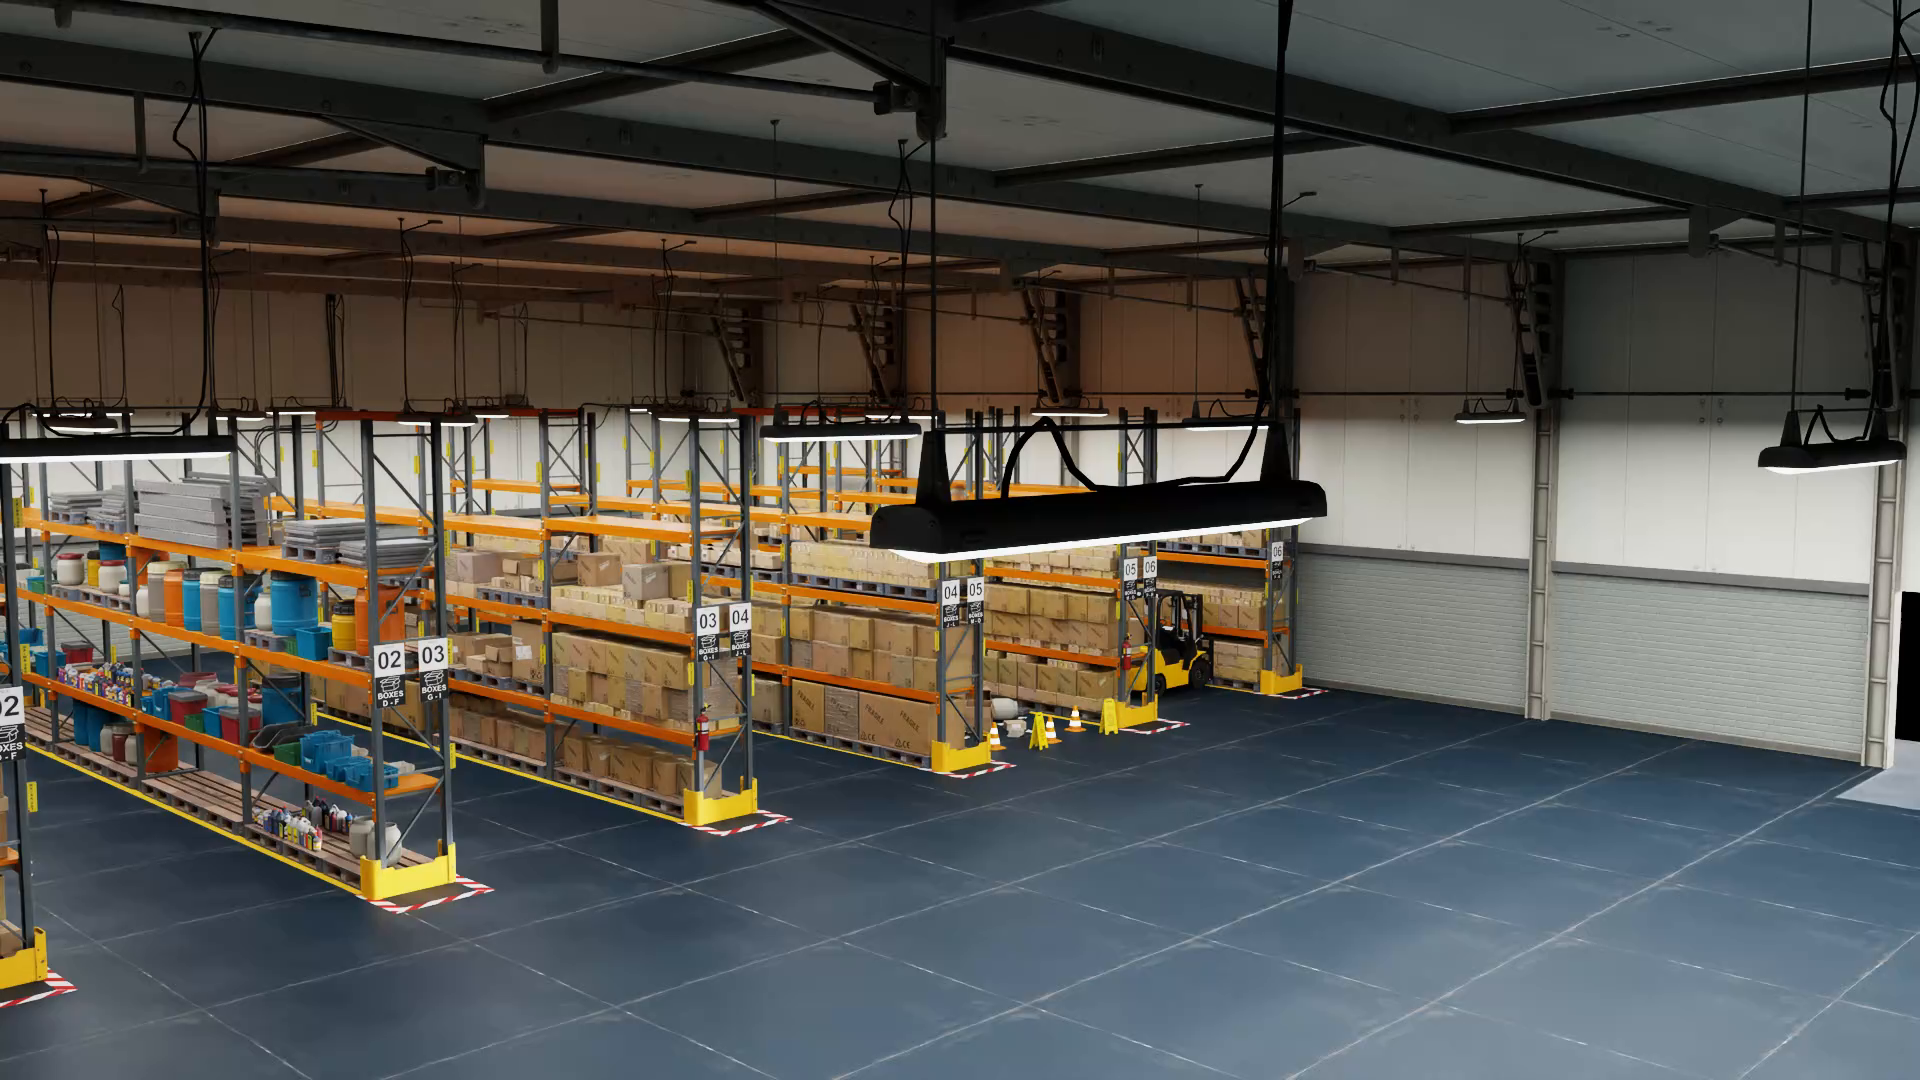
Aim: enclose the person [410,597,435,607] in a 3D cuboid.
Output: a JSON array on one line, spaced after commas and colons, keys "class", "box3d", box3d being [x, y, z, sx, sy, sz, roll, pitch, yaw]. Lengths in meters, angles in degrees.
[{"class": "person", "box3d": [-12.996, 1.921, 40.310, 0.666, 1.738, 0.772, 0, 5, 1]}]
